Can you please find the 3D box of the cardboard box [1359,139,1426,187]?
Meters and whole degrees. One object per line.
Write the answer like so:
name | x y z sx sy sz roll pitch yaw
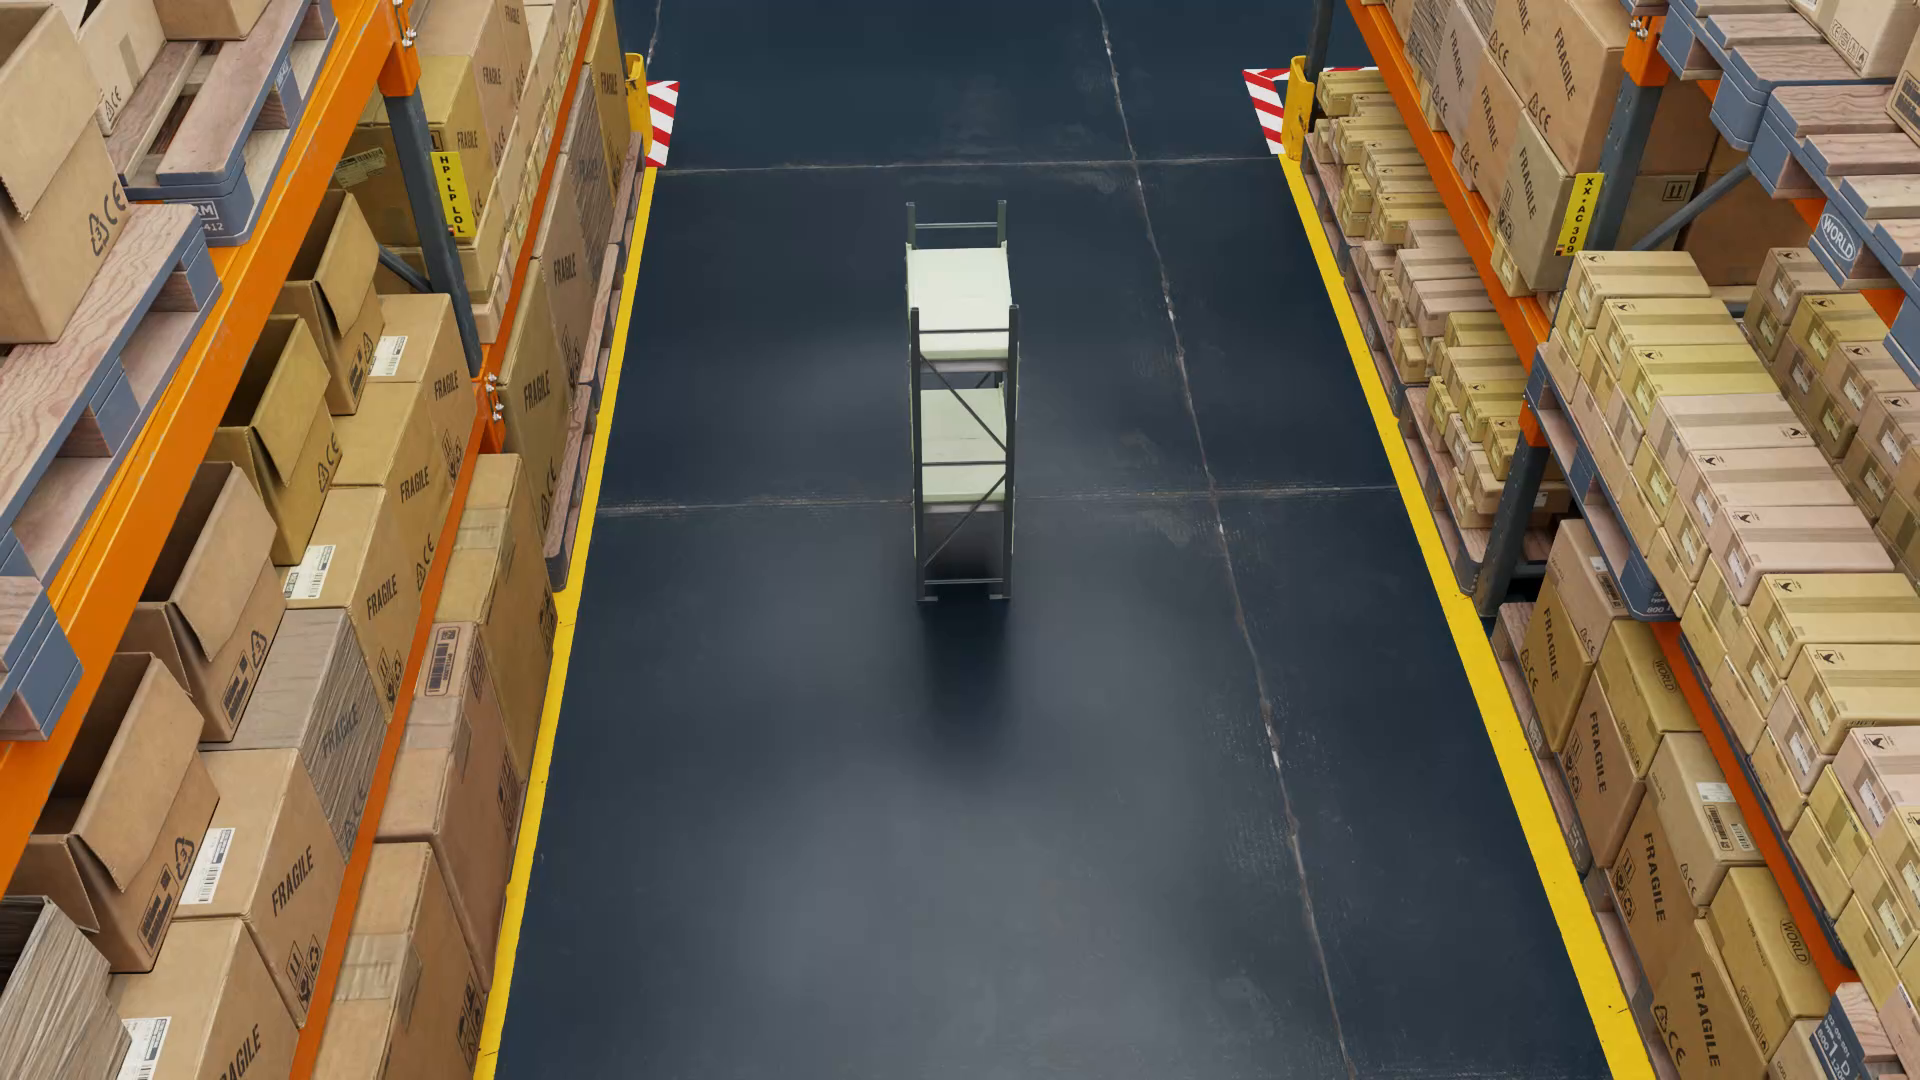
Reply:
cardboard box | 2.313 -1.967 8.685 0.380 0.149 0.250 -4 43 -4

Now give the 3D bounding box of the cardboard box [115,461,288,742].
cardboard box | -2.172 0.152 4.197 0.797 0.503 0.637 0 43 0

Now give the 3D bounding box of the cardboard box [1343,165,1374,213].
cardboard box | 2.245 -1.856 8.784 0.380 0.149 0.250 0 43 0

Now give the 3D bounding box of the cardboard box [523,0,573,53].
cardboard box | -2.109 -2.504 7.802 0.500 0.250 0.500 -3 43 -3

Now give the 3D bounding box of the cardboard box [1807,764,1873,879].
cardboard box | 2.341 0.685 4.088 0.380 0.149 0.250 -2 43 -2

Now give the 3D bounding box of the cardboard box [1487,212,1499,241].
cardboard box | 2.375 -1.275 6.757 0.380 0.149 0.250 0 43 0

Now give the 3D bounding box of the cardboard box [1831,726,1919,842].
cardboard box | 2.344 0.583 3.979 0.380 0.149 0.250 -2 43 -2

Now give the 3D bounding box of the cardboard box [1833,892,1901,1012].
cardboard box | 2.355 0.980 3.986 0.380 0.149 0.250 -2 43 -2

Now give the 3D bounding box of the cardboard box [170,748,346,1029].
cardboard box | -1.896 0.879 4.147 0.500 0.500 0.500 -2 43 -3

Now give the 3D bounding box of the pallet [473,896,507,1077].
pallet | -2.104 1.618 5.479 1.003 0.211 1.213 -2 43 -2

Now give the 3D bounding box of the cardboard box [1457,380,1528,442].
cardboard box | 2.367 -0.556 7.145 0.380 0.149 0.250 -1 43 -1

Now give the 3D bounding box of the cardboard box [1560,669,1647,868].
cardboard box | 2.483 0.801 5.845 0.500 0.500 0.500 0 43 0

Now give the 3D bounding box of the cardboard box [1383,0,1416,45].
cardboard box | 2.322 -2.673 7.802 0.500 0.500 0.500 -1 43 -1

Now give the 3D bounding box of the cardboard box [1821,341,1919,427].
cardboard box | 2.926 -0.489 5.148 0.380 0.149 0.250 -3 43 -3

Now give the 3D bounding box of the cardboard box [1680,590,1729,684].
cardboard box | 2.310 0.270 4.761 0.380 0.149 0.250 -2 43 -3

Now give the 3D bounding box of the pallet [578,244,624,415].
pallet | -2.276 -1.068 8.409 1.003 0.211 1.213 -2 43 -2

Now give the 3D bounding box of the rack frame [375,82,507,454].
rack frame | -2.267 -0.755 6.003 1.000 3.000 0.127 -2 43 -2

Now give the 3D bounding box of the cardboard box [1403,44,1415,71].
cardboard box | 2.336 -2.332 7.910 0.380 0.149 0.250 -2 43 -3

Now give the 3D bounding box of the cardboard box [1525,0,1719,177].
cardboard box | 2.402 -1.653 5.949 0.500 0.500 0.500 -3 43 -3

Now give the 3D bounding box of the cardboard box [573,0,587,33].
cardboard box | -2.061 -2.617 8.221 0.380 0.149 0.250 -1 43 -1

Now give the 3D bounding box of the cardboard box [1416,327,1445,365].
cardboard box | 2.366 -0.952 7.797 0.380 0.149 0.250 -1 43 -1

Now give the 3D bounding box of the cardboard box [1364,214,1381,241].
cardboard box | 2.343 -1.583 8.706 0.380 0.149 0.250 -2 43 -2

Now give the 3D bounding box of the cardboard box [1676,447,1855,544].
cardboard box | 2.295 -0.129 4.755 0.380 0.149 0.250 -2 43 -2

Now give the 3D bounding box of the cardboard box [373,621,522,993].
cardboard box | -2.181 0.909 5.450 1.225 0.875 0.875 -3 43 -3

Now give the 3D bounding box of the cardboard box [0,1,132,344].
cardboard box | -2.206 -0.731 3.371 0.797 0.503 0.637 -2 43 -2

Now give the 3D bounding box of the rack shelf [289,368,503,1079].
rack shelf | -2.182 0.861 4.773 1.077 0.370 4.000 -2 43 -2

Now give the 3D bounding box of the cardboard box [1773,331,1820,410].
cardboard box | 2.919 -0.560 5.445 0.380 0.149 0.250 -1 43 -2

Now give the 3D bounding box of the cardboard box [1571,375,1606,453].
cardboard box | 2.267 -0.425 5.518 0.380 0.149 0.250 -1 43 -1

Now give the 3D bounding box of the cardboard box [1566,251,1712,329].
cardboard box | 2.250 -0.831 5.521 0.380 0.149 0.250 0 43 0

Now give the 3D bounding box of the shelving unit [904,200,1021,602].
shelving unit | 0.000 -0.548 6.888 0.431 1.500 0.755 -2 43 -2

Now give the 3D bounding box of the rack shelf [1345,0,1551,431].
rack shelf | 2.607 -1.914 7.800 1.077 0.370 4.000 -2 43 -2

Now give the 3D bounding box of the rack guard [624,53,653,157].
rack guard | -2.438 -2.550 9.811 1.175 0.500 0.348 -2 43 -2

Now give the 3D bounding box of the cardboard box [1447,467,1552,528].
cardboard box | 2.335 -0.188 7.183 0.380 0.149 0.250 -1 43 -1

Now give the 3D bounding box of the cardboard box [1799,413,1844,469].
cardboard box | 2.927 -0.285 5.366 0.380 0.149 0.250 -2 43 -2

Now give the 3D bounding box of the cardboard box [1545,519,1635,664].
cardboard box | 2.460 0.168 5.981 0.500 0.250 0.500 -3 43 -4

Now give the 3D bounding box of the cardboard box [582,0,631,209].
cardboard box | -2.330 -2.397 9.056 0.875 0.875 0.875 -2 43 -2

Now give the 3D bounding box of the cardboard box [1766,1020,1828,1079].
cardboard box | 2.539 1.567 4.454 0.500 0.250 0.500 -1 43 -1

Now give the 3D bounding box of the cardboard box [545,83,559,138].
cardboard box | -2.015 -1.924 7.464 0.380 0.149 0.250 -3 43 -3

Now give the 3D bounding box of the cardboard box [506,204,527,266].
cardboard box | -1.971 -1.226 6.704 0.380 0.149 0.250 0 43 0

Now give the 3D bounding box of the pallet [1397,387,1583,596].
pallet | 2.629 -0.253 7.520 1.003 0.211 1.213 -2 43 -2

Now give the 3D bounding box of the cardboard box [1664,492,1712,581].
cardboard box | 2.299 -0.015 4.851 0.380 0.149 0.250 0 43 0

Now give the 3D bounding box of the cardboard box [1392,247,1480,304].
cardboard box | 2.288 -1.263 7.916 0.380 0.149 0.250 -3 43 -3

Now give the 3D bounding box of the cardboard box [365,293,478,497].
cardboard box | -1.975 -0.484 5.633 0.500 0.500 0.500 -2 43 -2

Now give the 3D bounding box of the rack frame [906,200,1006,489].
rack frame | -0.015 -0.795 7.158 0.400 1.500 0.023 -2 43 -2

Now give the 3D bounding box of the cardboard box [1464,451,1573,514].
cardboard box | 2.361 -0.246 7.027 0.380 0.149 0.250 -1 43 -1

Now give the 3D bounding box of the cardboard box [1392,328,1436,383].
cardboard box | 2.291 -0.886 7.946 0.380 0.149 0.250 -2 43 -2

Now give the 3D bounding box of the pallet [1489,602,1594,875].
pallet | 2.727 0.725 6.453 1.003 0.211 1.213 -2 43 -2

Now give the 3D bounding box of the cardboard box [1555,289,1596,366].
cardboard box | 2.250 -0.721 5.622 0.380 0.149 0.250 -1 43 -1

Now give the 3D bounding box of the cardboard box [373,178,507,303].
cardboard box | -2.026 -1.134 6.307 0.500 0.250 0.500 -2 43 -3

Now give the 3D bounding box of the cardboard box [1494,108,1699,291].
cardboard box | 2.390 -1.294 6.297 0.500 0.500 0.500 -2 43 -2
